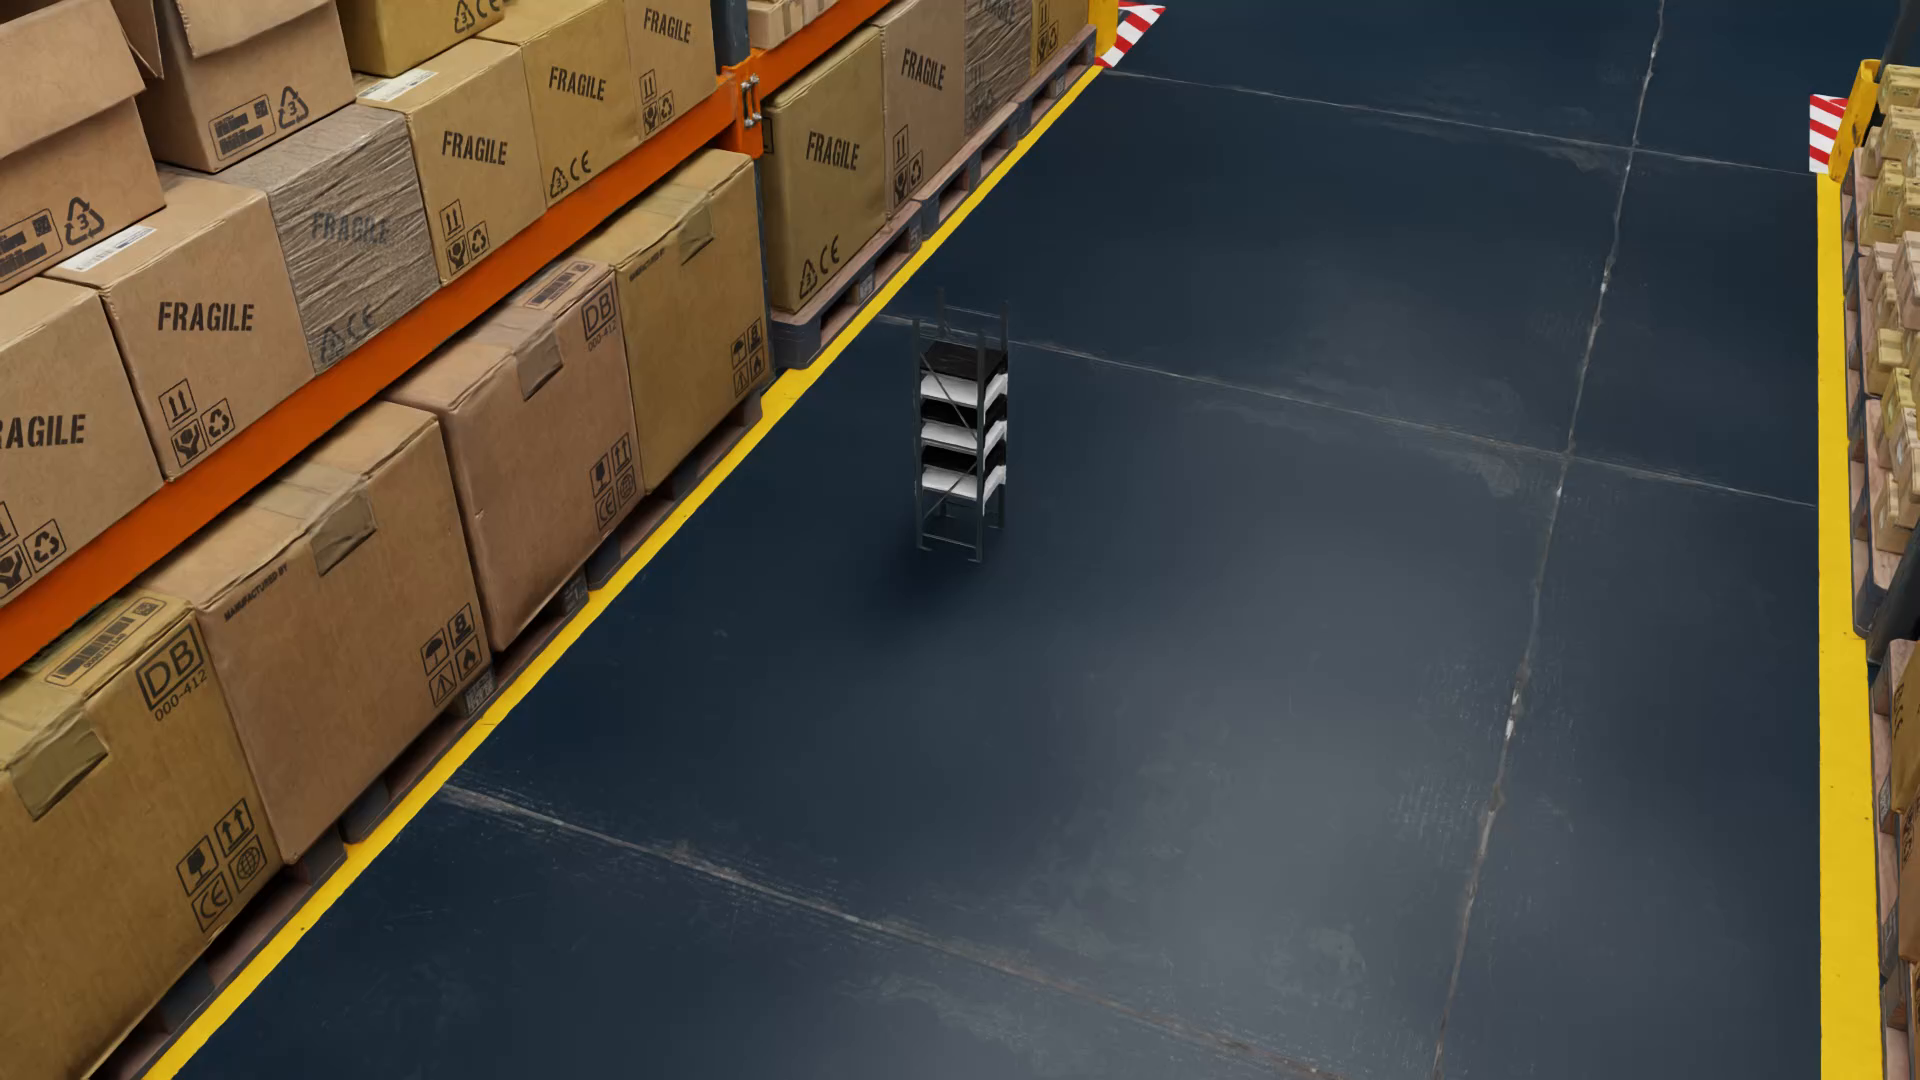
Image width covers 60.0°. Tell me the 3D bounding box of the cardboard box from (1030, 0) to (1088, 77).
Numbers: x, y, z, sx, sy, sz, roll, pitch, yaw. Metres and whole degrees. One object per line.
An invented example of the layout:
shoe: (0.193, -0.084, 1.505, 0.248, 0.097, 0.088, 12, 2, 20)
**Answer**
cardboard box: (0.138, -3.075, 8.783, 0.875, 0.875, 0.875, 14, 39, 18)

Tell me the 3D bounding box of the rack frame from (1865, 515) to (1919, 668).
rack frame: (3.334, -0.730, 4.221, 1.000, 3.000, 0.127, 14, 39, 18)

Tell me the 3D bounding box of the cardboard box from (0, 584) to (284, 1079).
cardboard box: (-2.454, 0.604, 3.860, 1.225, 0.875, 0.875, 12, 38, 16)

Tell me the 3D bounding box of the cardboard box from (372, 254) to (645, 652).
cardboard box: (-1.778, -0.379, 5.176, 1.225, 0.875, 0.875, 13, 39, 16)

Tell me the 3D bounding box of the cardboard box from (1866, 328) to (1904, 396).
cardboard box: (3.562, -0.624, 6.110, 0.380, 0.149, 0.250, 14, 39, 18)

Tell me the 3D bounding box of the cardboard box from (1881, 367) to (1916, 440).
cardboard box: (3.337, -0.428, 5.599, 0.380, 0.149, 0.250, 13, 39, 16)

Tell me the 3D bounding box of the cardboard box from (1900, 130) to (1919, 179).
cardboard box: (4.117, -1.550, 6.852, 0.380, 0.149, 0.250, 12, 38, 16)

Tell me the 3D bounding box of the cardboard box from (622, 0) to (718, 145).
cardboard box: (-1.139, -1.635, 5.348, 0.500, 0.500, 0.500, 14, 39, 18)

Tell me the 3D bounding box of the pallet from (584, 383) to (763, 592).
pallet: (-1.438, -0.355, 6.048, 1.003, 0.211, 1.213, 14, 39, 18)

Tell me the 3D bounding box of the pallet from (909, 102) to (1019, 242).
pallet: (-0.390, -1.880, 8.089, 1.003, 0.211, 1.213, 14, 39, 18)

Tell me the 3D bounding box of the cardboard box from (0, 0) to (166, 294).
cardboard box: (-2.192, -0.905, 3.533, 0.797, 0.503, 0.637, 15, 39, 19)

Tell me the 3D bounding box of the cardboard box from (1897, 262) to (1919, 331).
cardboard box: (3.566, -0.838, 5.899, 0.380, 0.149, 0.250, 12, 38, 16)

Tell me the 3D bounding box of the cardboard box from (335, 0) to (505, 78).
cardboard box: (-1.721, -1.625, 4.497, 0.797, 0.503, 0.637, 14, 39, 18)

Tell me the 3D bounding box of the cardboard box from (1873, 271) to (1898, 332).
cardboard box: (3.785, -0.894, 6.472, 0.380, 0.149, 0.250, 14, 39, 18)

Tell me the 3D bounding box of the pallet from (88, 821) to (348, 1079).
pallet: (-2.366, 0.996, 4.241, 1.003, 0.211, 1.213, 14, 39, 18)

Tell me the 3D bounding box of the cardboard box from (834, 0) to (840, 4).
cardboard box: (-0.594, -2.195, 6.391, 0.380, 0.149, 0.250, 15, 39, 19)

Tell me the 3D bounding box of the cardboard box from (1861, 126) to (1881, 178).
cardboard box: (4.361, -1.754, 7.622, 0.380, 0.149, 0.250, 15, 39, 19)

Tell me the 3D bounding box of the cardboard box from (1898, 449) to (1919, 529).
cardboard box: (3.160, -0.122, 5.190, 0.380, 0.149, 0.250, 15, 39, 19)

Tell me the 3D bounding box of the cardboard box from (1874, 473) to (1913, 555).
cardboard box: (3.169, -0.051, 5.344, 0.380, 0.149, 0.250, 14, 39, 18)

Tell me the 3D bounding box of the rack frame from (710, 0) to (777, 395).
rack frame: (-1.214, -1.916, 5.808, 1.000, 3.000, 0.127, 14, 39, 18)

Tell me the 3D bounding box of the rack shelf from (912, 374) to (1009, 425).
rack shelf: (0.003, -0.482, 5.399, 0.258, 0.077, 0.200, 14, 39, 18)

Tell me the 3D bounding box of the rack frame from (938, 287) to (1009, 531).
rack frame: (0.042, -0.421, 5.562, 0.240, 0.900, 0.006, 14, 39, 18)

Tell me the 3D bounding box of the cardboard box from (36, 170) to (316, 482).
cardboard box: (-1.914, -0.519, 3.855, 0.500, 0.500, 0.500, 13, 39, 17)

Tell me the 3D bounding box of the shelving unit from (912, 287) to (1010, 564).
shelving unit: (0.003, -0.365, 5.487, 0.258, 0.900, 0.210, 14, 39, 18)

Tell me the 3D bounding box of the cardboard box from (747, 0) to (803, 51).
cardboard box: (-0.794, -1.903, 6.001, 0.380, 0.149, 0.250, 14, 39, 18)

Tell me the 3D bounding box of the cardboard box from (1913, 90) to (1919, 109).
cardboard box: (4.349, -1.817, 7.209, 0.380, 0.149, 0.250, 15, 39, 19)

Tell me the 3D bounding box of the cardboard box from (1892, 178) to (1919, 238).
cardboard box: (3.860, -1.264, 6.469, 0.380, 0.149, 0.250, 14, 39, 18)

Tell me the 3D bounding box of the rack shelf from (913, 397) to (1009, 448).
rack shelf: (0.003, -0.410, 5.453, 0.258, 0.077, 0.200, 14, 39, 18)

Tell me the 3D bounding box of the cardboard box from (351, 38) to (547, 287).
cardboard box: (-1.526, -1.072, 4.595, 0.500, 0.500, 0.500, 13, 39, 17)

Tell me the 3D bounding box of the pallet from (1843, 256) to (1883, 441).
pallet: (4.020, -0.671, 6.471, 1.003, 0.211, 1.213, 14, 39, 18)

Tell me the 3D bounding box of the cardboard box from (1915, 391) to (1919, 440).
cardboard box: (3.290, -0.402, 5.315, 0.380, 0.149, 0.250, 14, 39, 18)

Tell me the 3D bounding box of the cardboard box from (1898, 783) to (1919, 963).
cardboard box: (2.608, 0.745, 3.985, 0.500, 0.500, 0.500, 16, 40, 20)

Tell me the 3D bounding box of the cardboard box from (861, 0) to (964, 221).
cardboard box: (-0.546, -2.079, 7.449, 0.875, 0.875, 0.875, 14, 39, 18)

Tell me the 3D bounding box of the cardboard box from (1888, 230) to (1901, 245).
cardboard box: (4.041, -1.172, 6.843, 0.380, 0.149, 0.250, 14, 39, 18)

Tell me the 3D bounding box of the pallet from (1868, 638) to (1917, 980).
pallet: (3.040, 0.818, 4.479, 1.003, 0.211, 1.213, 14, 39, 18)

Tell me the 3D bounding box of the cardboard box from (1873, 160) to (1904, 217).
cardboard box: (4.054, -1.447, 6.962, 0.380, 0.149, 0.250, 15, 39, 19)

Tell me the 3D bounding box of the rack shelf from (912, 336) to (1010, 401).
rack shelf: (0.003, -0.555, 5.345, 0.258, 0.077, 0.200, 14, 39, 18)

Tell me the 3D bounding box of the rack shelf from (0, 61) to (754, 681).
rack shelf: (-1.975, -0.521, 4.542, 1.077, 0.370, 4.000, 14, 39, 18)

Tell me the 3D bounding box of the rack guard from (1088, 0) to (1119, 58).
rack guard: (0.317, -3.143, 9.537, 1.175, 0.500, 0.348, 14, 39, 18)
